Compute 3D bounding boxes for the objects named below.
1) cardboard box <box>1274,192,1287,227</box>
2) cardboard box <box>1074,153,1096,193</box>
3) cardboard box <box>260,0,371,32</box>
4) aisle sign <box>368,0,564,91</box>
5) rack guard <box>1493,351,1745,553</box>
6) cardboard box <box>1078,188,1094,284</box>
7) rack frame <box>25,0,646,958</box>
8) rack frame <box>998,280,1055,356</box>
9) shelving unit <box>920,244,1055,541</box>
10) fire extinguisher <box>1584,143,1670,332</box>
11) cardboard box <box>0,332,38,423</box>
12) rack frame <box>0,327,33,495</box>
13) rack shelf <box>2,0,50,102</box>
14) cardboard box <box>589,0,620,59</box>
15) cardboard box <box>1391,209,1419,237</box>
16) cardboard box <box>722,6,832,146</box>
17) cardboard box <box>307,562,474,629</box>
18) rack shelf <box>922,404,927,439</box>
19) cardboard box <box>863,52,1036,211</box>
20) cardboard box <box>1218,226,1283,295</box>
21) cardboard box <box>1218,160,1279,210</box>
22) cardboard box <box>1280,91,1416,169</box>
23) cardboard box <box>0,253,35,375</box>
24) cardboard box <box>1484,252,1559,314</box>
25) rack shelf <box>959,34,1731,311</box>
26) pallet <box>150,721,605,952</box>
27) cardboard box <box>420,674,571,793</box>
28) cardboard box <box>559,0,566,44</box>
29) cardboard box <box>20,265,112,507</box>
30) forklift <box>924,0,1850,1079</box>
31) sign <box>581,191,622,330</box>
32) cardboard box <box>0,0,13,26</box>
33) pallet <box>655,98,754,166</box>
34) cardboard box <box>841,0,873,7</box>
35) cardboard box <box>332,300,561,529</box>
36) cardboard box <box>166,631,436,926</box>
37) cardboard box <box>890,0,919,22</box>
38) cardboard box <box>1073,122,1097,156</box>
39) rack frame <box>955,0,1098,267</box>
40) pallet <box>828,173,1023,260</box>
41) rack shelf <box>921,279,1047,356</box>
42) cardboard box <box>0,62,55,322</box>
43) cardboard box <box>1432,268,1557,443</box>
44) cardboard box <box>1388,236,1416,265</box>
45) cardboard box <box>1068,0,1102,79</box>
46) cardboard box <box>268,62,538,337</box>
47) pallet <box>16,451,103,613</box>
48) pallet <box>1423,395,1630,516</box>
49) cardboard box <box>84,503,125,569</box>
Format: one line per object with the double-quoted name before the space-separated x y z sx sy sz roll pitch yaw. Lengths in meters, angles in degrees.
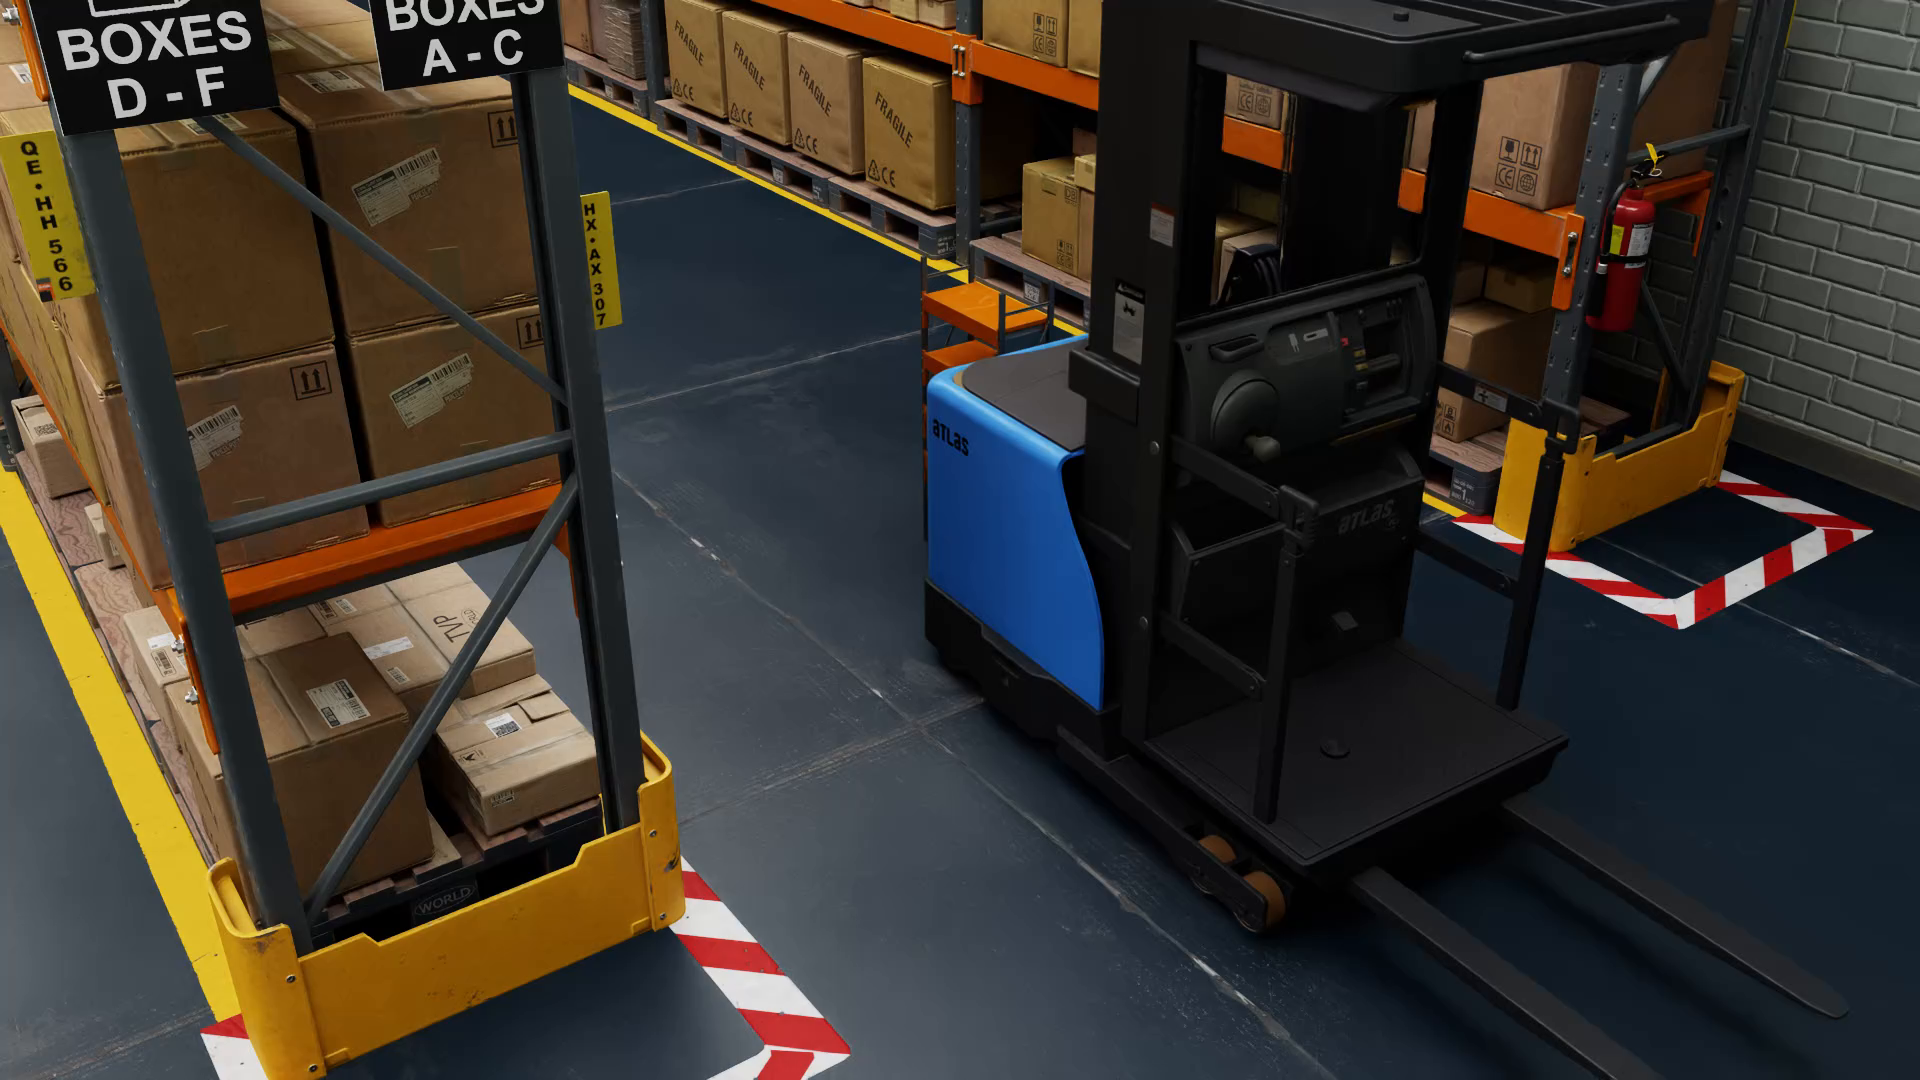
"cardboard box" 1.749 -1.607 8.065 0.380 0.149 0.250 -18 33 -30
"cardboard box" 0.818 -1.916 8.634 0.380 0.149 0.250 -18 33 -29
"cardboard box" -1.933 -1.245 4.747 0.500 0.500 0.500 -18 33 -30
"aisle sign" -1.016 -1.317 3.307 0.394 0.787 0.004 -19 34 -31
"rack guard" 2.752 -0.384 6.934 1.175 0.500 0.348 -19 34 -31
"cardboard box" 1.056 -1.618 8.765 0.700 0.500 0.500 -19 34 -31
"rack frame" -1.295 -0.119 3.827 1.000 3.000 0.127 -19 34 -31
"rack frame" 0.238 -0.368 6.170 0.240 1.200 0.015 -19 34 -31
"shelving unit" 0.096 -0.463 6.345 0.258 1.200 0.503 -19 34 -31
"fire extinguisher" 2.449 -1.108 6.119 0.296 0.674 0.183 -19 34 -31
"cardboard box" -4.135 -0.882 7.389 0.500 0.500 0.500 -19 34 -31
"rack frame" -3.615 -1.674 6.690 1.000 3.000 0.127 -19 34 -31
"rack shelf" -2.455 -1.899 4.714 1.077 0.370 4.000 -19 34 -31
"cardboard box" -2.567 -4.195 13.490 0.700 0.500 0.500 -19 34 -31
"cardboard box" 2.046 -1.409 7.700 0.380 0.149 0.250 -18 34 -30
"cardboard box" -1.080 -3.178 11.270 0.750 0.750 0.750 -19 34 -31
"cardboard box" -1.960 0.217 5.628 0.500 0.250 0.500 -19 34 -31
"rack shelf" 0.096 -0.404 6.377 0.258 0.148 0.480 -19 34 -31
"cardboard box" -0.065 -2.504 10.030 0.750 0.750 0.750 -18 33 -30
"cardboard box" 1.668 -1.213 8.019 0.700 0.500 0.500 -20 34 -32
"cardboard box" 1.452 -1.806 8.431 0.380 0.149 0.250 -18 33 -30
"cardboard box" 2.003 -2.099 7.158 0.980 0.700 0.700 -19 34 -31
"cardboard box" -2.658 -0.854 5.075 0.500 0.500 0.500 -19 34 -31
"cardboard box" 2.486 -1.114 7.159 0.380 0.149 0.250 -19 34 -30
"rack shelf" 1.578 -1.954 7.958 1.077 0.370 4.000 -19 34 -31
"pallet" -1.803 0.767 5.117 1.003 0.211 1.213 -19 34 -31
"cardboard box" -1.403 0.577 5.052 0.380 0.166 0.250 -19 34 -31
"cardboard box" -3.179 -4.574 14.187 0.700 0.500 0.500 -18 33 -30
"cardboard box" -2.081 -0.463 4.354 0.500 0.500 0.500 -18 34 -30
"forklift" 1.103 -0.440 4.489 1.130 2.935 3.031 -17 33 -29
"sign" -0.853 -0.650 3.897 0.100 0.325 0.005 -19 34 -31
"cardboard box" -2.674 -1.296 4.840 0.500 0.500 0.500 -18 33 -29
"pallet" -1.507 -3.049 12.144 1.003 0.211 1.213 -19 34 -31
"cardboard box" -0.490 -3.290 9.907 0.380 0.149 0.250 -19 34 -31
"cardboard box" -1.338 -0.409 4.255 0.500 0.500 0.500 -18 33 -30
"cardboard box" -1.811 0.643 4.582 0.500 0.500 0.500 -19 34 -31
"cardboard box" -0.175 -3.090 9.539 0.380 0.149 0.250 -18 33 -30
"cardboard box" 0.845 -2.211 9.177 0.380 0.149 0.250 -19 34 -31
"rack frame" 0.417 -3.047 9.218 1.000 3.000 0.127 -19 34 -31
"pallet" -0.091 -2.101 10.397 1.003 0.211 1.213 -19 34 -31
"rack shelf" 0.096 -0.808 6.158 0.258 0.148 0.480 -19 34 -31
"cardboard box" -2.071 -0.896 4.104 0.500 0.500 0.500 -18 33 -29
"cardboard box" 2.250 -0.823 7.301 0.700 0.500 0.500 -19 34 -31
"cardboard box" 1.878 -1.206 7.328 0.380 0.149 0.250 -18 33 -29
"cardboard box" 1.138 -2.678 8.224 0.980 0.700 0.700 -20 34 -32
"cardboard box" -1.338 -0.848 4.016 0.500 0.500 0.500 -18 33 -29
"pallet" -3.218 -0.182 6.864 1.003 0.211 1.213 -19 34 -31
"pallet" 2.210 -0.556 7.553 1.003 0.211 1.213 -19 34 -31
"cardboard box" -3.038 -0.066 6.236 0.380 0.166 0.250 -19 34 -31
